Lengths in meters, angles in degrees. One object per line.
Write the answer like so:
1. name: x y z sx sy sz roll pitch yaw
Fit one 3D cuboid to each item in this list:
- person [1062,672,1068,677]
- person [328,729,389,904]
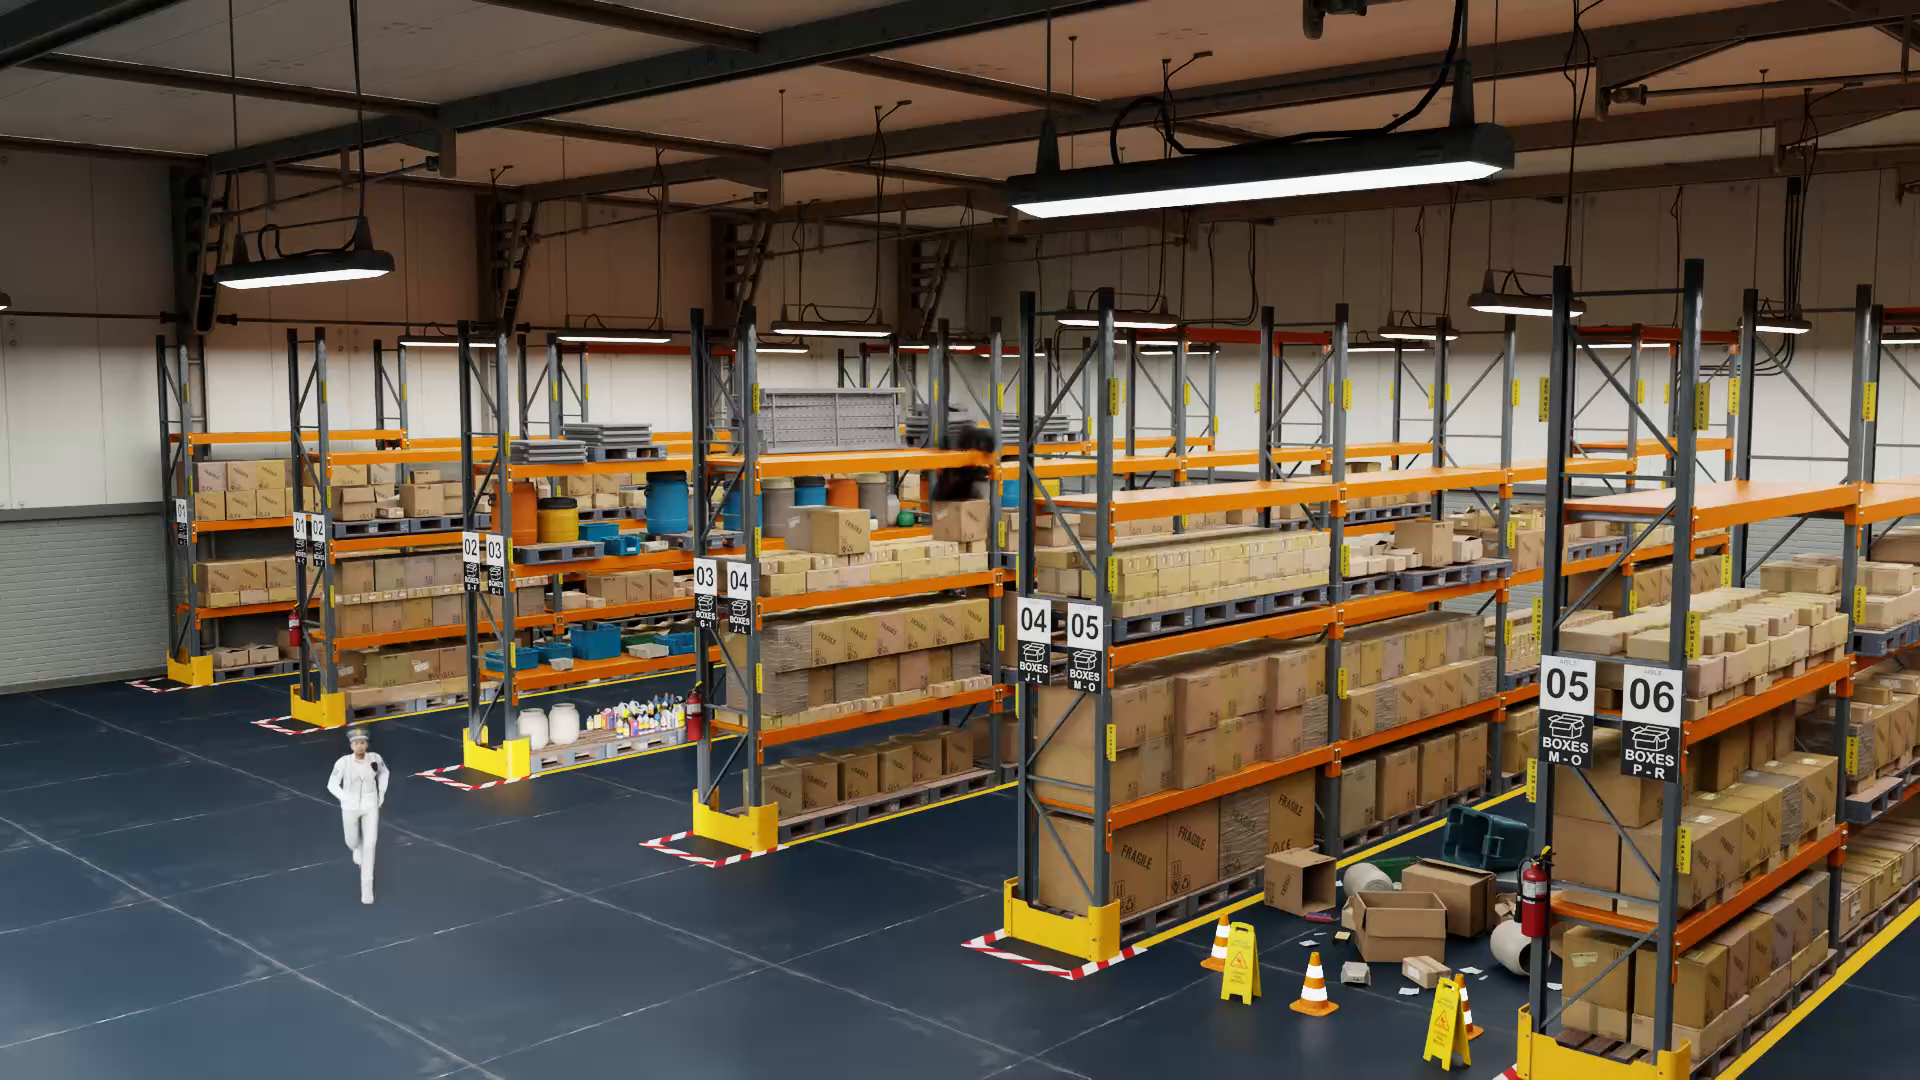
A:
1. person: 1.262 2.308 18.899 0.573 1.645 0.629 4 6 33
2. person: -6.129 2.750 16.972 0.584 1.697 1.092 -2 6 -17
